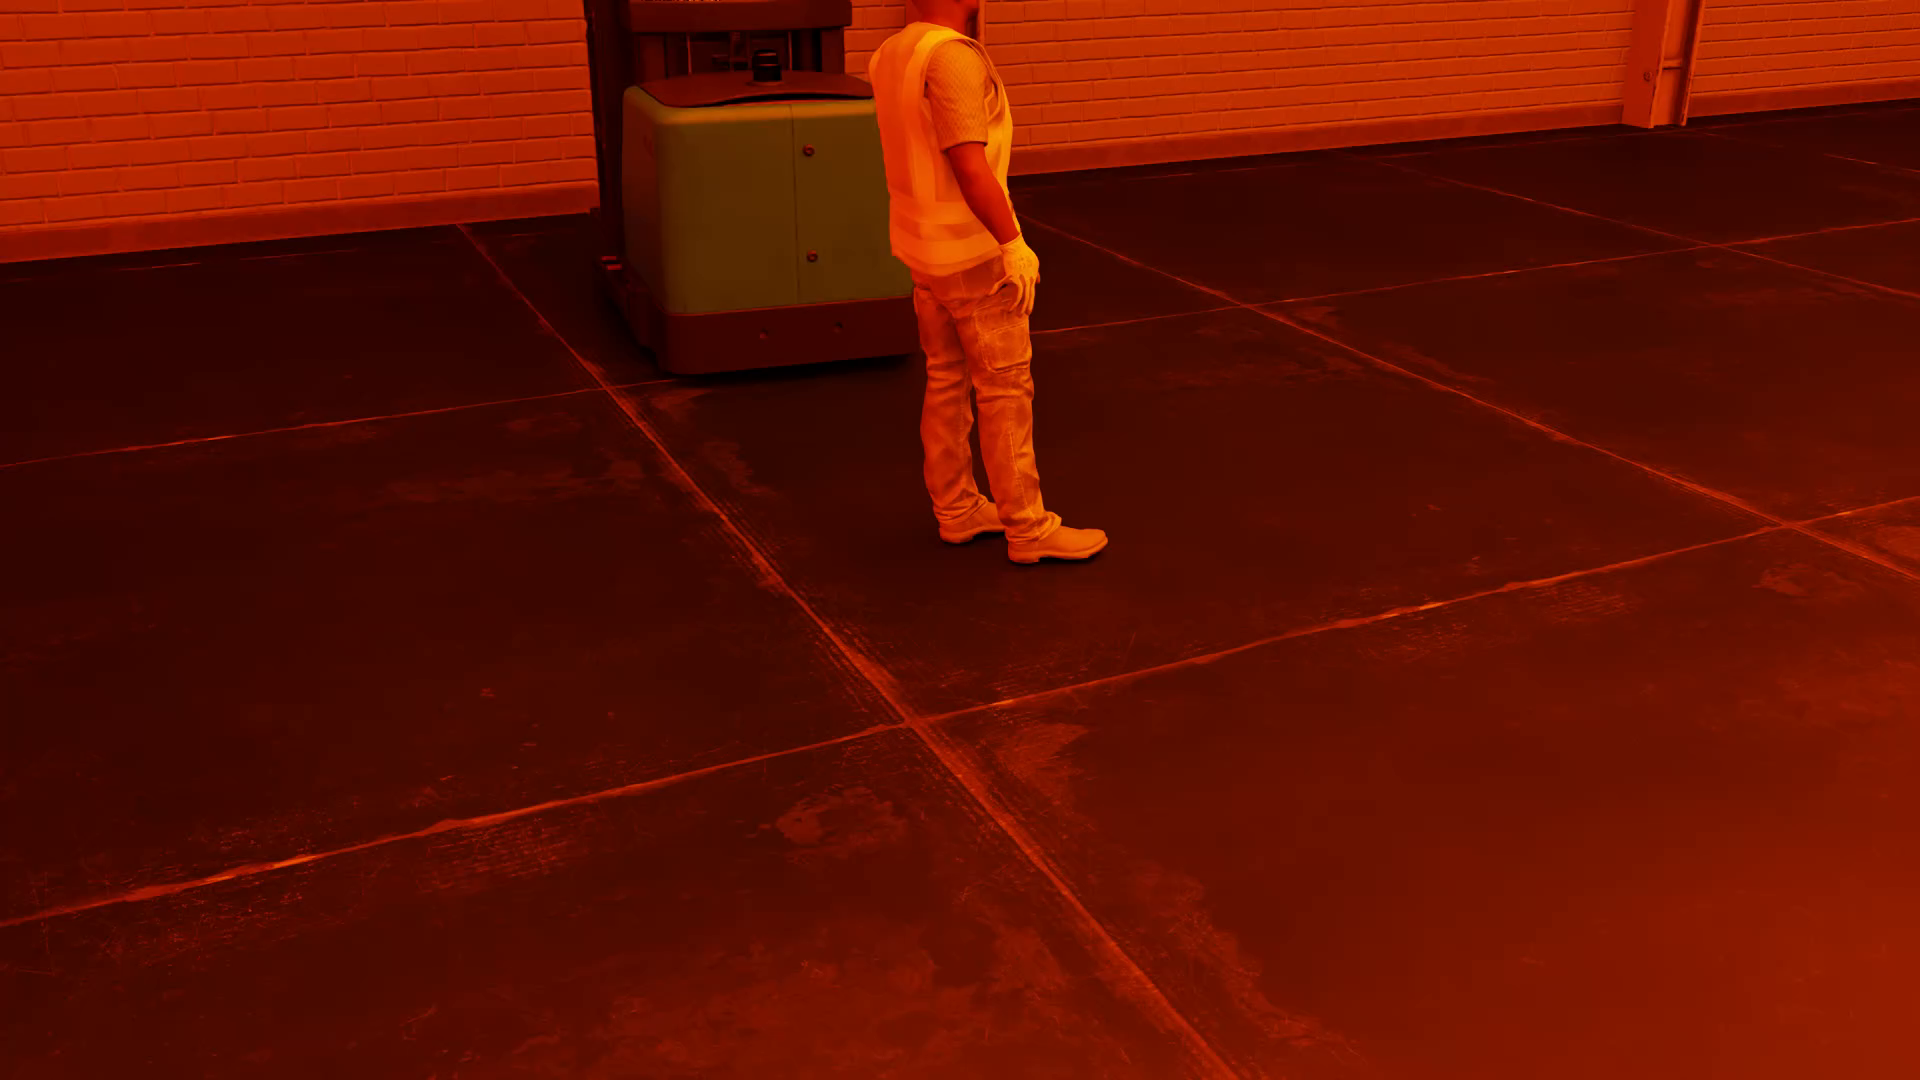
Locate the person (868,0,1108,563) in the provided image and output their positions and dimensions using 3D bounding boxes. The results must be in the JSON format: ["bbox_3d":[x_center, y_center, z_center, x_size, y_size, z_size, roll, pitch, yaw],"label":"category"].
[{"bbox_3d":[0.068,-0.839,4.783,0.577,1.781,0.656,-10,25,-23],"label":"person"}]

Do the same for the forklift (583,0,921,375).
[{"bbox_3d":[-1.126,-2.531,7.380,1.130,2.935,3.031,-8,24,-18],"label":"forklift"}]
